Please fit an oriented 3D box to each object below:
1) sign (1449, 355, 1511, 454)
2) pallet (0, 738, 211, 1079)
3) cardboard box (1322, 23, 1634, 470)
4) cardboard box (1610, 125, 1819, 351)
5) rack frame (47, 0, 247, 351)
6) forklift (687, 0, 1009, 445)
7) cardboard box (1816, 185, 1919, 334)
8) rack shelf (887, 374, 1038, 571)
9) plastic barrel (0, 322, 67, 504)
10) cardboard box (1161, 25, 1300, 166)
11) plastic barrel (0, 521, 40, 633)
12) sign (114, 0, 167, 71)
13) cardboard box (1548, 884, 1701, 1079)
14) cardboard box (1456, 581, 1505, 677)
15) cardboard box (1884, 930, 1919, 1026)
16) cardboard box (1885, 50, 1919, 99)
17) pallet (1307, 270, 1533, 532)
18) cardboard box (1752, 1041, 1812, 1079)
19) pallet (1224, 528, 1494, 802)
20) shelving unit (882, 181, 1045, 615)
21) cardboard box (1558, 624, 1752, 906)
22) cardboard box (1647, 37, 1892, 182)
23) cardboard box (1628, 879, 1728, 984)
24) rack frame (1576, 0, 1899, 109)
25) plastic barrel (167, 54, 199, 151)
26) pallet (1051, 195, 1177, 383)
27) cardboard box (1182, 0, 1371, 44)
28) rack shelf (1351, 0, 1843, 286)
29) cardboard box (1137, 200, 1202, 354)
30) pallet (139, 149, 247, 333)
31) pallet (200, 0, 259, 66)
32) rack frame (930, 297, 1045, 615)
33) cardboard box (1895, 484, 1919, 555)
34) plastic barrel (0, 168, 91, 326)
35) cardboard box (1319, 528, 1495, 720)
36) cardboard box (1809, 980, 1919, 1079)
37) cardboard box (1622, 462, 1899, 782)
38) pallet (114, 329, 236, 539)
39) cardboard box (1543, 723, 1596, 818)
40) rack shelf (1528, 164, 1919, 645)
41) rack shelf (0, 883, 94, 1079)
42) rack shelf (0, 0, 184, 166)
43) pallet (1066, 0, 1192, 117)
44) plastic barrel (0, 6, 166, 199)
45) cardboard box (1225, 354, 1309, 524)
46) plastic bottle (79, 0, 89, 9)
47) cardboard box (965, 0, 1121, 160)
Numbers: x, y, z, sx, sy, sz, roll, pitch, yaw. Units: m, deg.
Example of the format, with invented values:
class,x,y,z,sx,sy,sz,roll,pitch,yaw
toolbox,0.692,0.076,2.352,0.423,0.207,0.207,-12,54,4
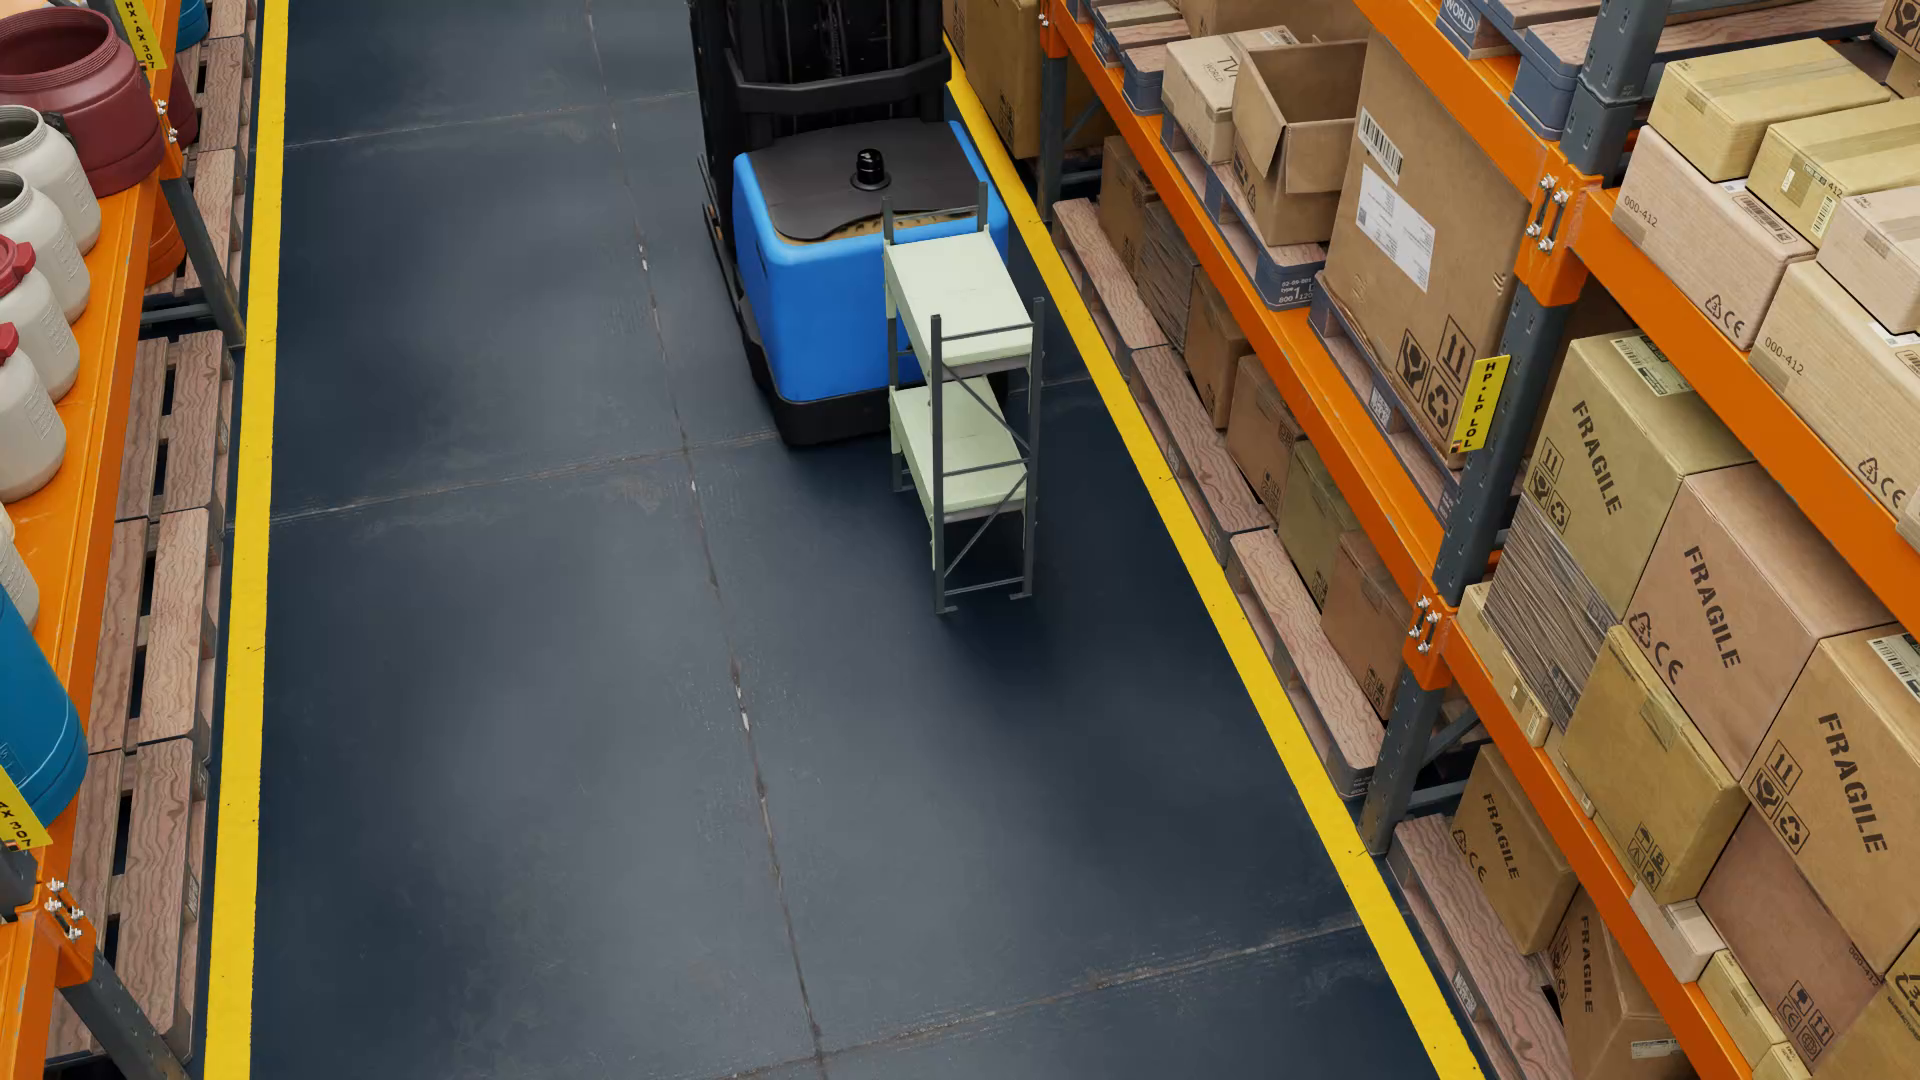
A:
class,x,y,z,sx,sy,sz,roll,pitch,yaw
sign,1.387,-0.359,4.442,0.100,0.325,0.005,-11,47,-10
pallet,-3.104,1.289,5.590,1.003,0.211,1.213,-11,47,-10
cardboard box,1.855,-0.989,5.156,1.000,1.000,1.000,-10,46,-10
cardboard box,1.790,-0.698,3.589,0.500,0.250,0.500,-12,47,-12
rack frame,-3.889,-1.914,6.776,1.000,3.000,0.127,-11,47,-10
forklift,-0.681,-2.516,7.414,1.130,2.935,3.031,-12,47,-11
cardboard box,1.891,-0.551,3.166,0.380,0.149,0.250,-10,46,-10
rack shelf,0.002,-0.292,6.693,0.431,0.370,0.720,-11,47,-10
plastic barrel,-3.086,-0.407,5.204,0.433,0.535,0.433,0,46,0
cardboard box,1.105,-1.715,6.392,0.500,0.250,0.500,-12,47,-11
plastic barrel,-2.898,0.100,4.708,0.433,0.535,0.433,0,46,0
sign,-3.359,-2.076,6.821,0.100,0.325,0.005,-11,47,-10
cardboard box,2.140,1.348,5.036,0.500,0.500,0.500,3,46,2
cardboard box,1.687,0.234,4.847,0.380,0.149,0.250,-11,47,-10
cardboard box,2.188,0.844,3.095,0.500,0.500,0.500,-11,47,-10
cardboard box,2.285,-1.023,3.629,0.380,0.149,0.250,-9,46,-9
pallet,1.868,-0.545,5.569,1.003,0.211,1.213,-11,47,-10
cardboard box,2.084,1.267,3.835,0.380,0.149,0.250,-11,47,-10
pallet,1.722,0.381,6.480,1.003,0.211,1.213,-11,47,-10
shelving unit,0.002,-0.520,6.461,0.431,1.500,0.755,-11,47,-10
cardboard box,2.072,0.477,4.155,0.875,0.500,0.500,-11,47,-10
cardboard box,1.708,-0.914,3.522,0.380,0.149,0.250,-12,47,-11
cardboard box,1.927,0.927,4.168,0.380,0.149,0.250,-11,47,-10
rack frame,1.923,-2.158,2.814,1.000,3.000,0.127,-11,47,-10
plastic barrel,-4.320,-2.331,8.579,0.600,0.588,0.708,-11,47,-10
pallet,1.097,-1.304,8.130,1.003,0.211,1.213,-11,47,-10
cardboard box,1.315,-2.269,6.760,0.700,0.500,0.500,-4,46,-4
rack shelf,1.411,-2.237,5.496,1.077,0.370,4.000,-11,47,-10
cardboard box,1.244,-1.259,7.576,0.700,0.500,0.500,-14,47,-14
pallet,-4.131,-1.474,8.298,1.003,0.211,1.213,-11,47,-10
pallet,-4.756,-3.159,9.949,1.003,0.211,1.213,-11,47,-10
rack frame,0.095,-0.268,6.213,0.400,1.500,0.023,-11,47,-10
cardboard box,2.047,0.012,2.894,0.500,0.250,0.500,-12,47,-12
plastic barrel,-3.312,-0.991,5.793,0.421,0.512,0.421,0,46,0
cardboard box,1.786,0.235,6.112,0.700,0.500,0.500,-14,47,-13
cardboard box,2.385,1.156,3.489,0.875,0.500,0.500,-11,47,-10
cardboard box,1.922,0.155,3.770,0.500,0.500,0.500,-11,47,-10
pallet,-3.728,-0.396,7.241,1.003,0.211,1.213,-11,47,-10
cardboard box,1.829,0.576,4.512,0.380,0.149,0.250,-11,47,-10
rack shelf,2.435,0.525,2.790,1.077,0.370,4.000,-11,47,-10
rack shelf,-2.353,2.480,2.973,1.077,0.370,4.000,-11,47,-10
rack shelf,-4.401,-3.043,8.386,1.077,0.370,4.000,-11,47,-10
pallet,1.184,-2.280,7.269,1.213,0.211,1.003,-11,47,-10
plastic barrel,-3.478,-1.696,6.468,0.600,0.536,0.708,-11,47,-10
cardboard box,1.539,-0.484,6.817,0.700,0.500,0.500,-14,47,-14
plastic bottle,-3.688,-2.228,7.171,0.152,0.276,0.135,-11,47,-10
cardboard box,0.742,-2.703,8.743,1.225,0.875,0.875,-13,47,-12
